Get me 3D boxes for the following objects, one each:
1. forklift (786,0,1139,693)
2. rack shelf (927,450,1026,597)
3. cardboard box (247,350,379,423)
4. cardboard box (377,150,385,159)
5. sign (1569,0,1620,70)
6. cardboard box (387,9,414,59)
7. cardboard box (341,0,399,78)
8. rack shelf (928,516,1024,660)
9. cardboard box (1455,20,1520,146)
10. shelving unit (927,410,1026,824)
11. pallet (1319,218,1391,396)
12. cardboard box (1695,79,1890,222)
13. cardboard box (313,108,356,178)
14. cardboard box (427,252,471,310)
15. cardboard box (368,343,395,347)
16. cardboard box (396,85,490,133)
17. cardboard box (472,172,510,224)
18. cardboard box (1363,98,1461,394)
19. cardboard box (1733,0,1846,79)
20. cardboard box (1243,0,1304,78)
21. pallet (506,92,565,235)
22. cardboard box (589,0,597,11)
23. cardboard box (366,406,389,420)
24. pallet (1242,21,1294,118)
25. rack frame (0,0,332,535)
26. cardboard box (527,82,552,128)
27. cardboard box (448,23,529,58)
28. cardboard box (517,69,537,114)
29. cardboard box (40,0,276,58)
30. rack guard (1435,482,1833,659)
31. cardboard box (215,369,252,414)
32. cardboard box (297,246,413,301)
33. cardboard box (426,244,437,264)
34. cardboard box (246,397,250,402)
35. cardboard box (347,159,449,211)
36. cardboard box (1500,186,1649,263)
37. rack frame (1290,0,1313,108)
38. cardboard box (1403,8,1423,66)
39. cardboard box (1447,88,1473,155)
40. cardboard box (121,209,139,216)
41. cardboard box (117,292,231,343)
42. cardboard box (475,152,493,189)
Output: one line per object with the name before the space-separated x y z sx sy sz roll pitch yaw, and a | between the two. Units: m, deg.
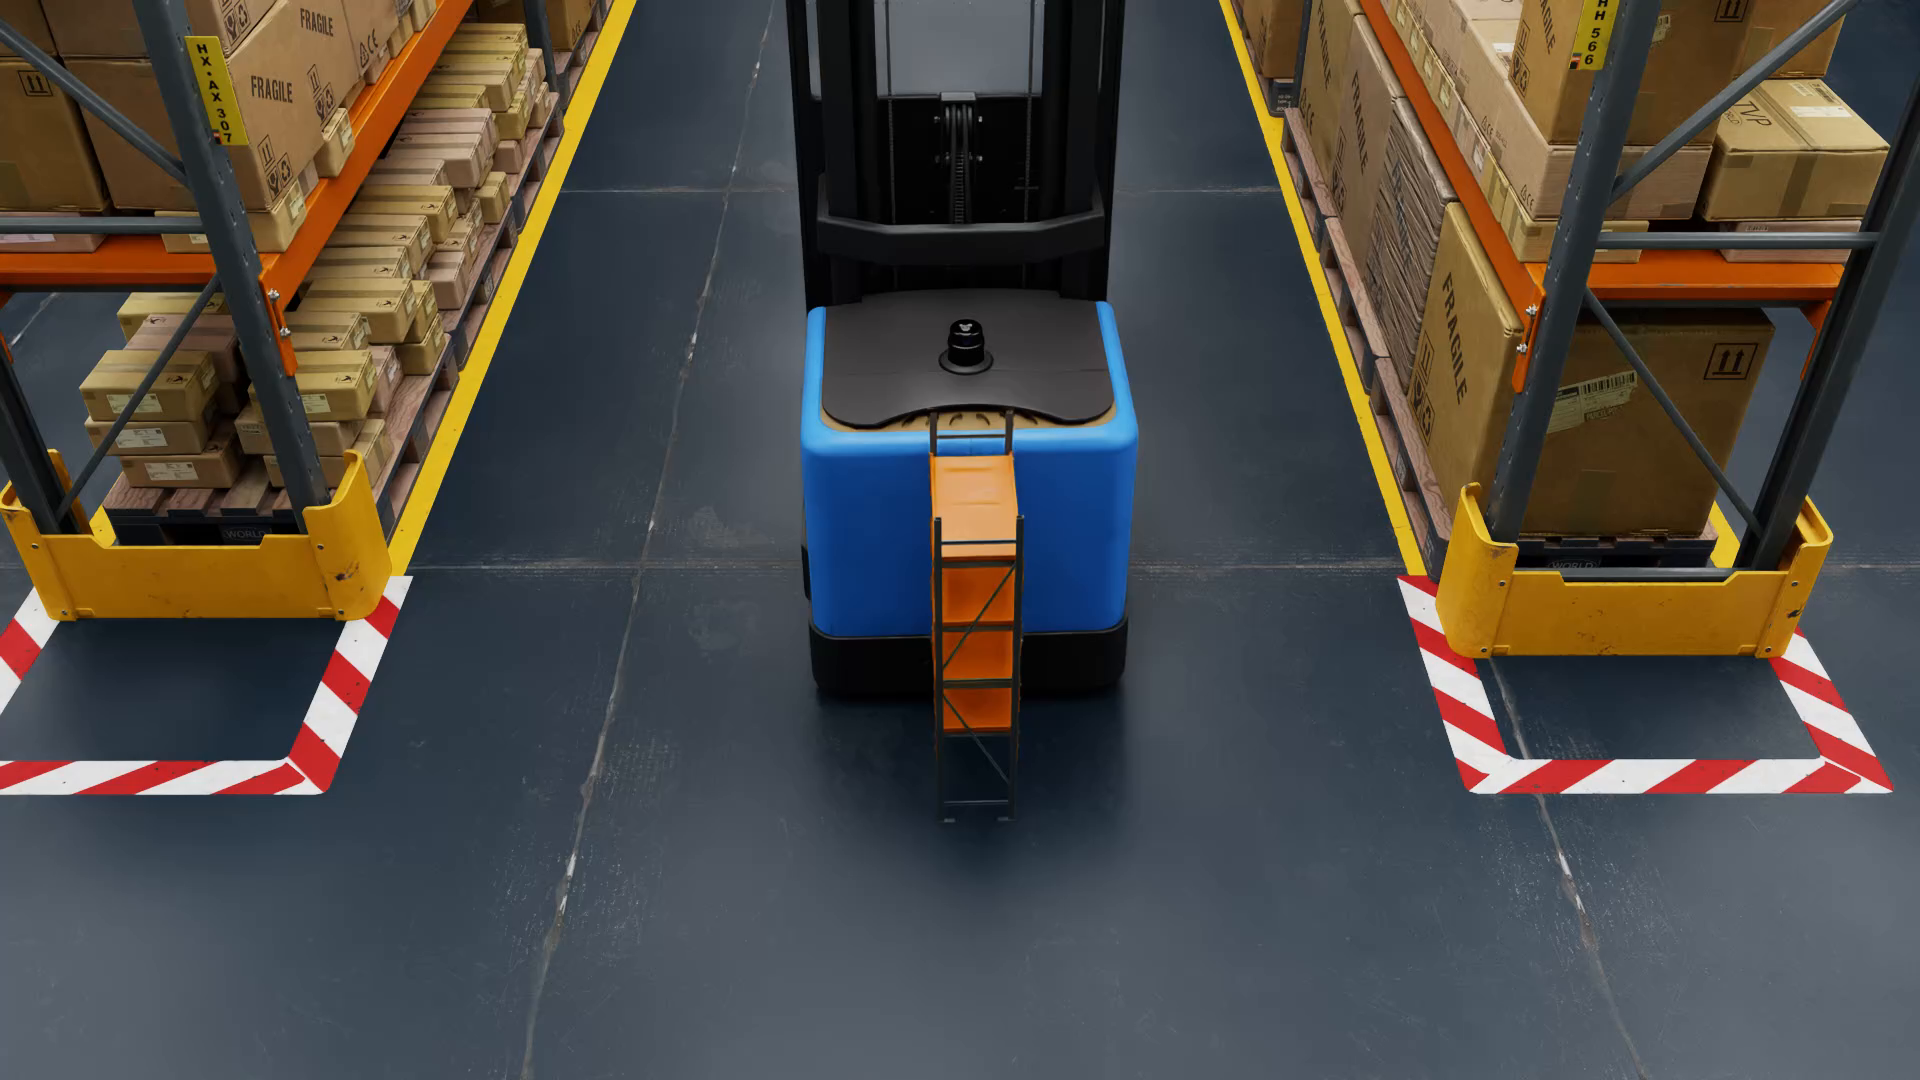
forklift | -0.024 -1.537 5.824 1.130 2.935 3.031 -1 39 -2
rack shelf | 0.042 -0.052 4.725 0.258 0.148 0.480 -1 39 -2
cardboard box | -2.333 -0.556 6.013 0.380 0.149 0.250 -2 39 -2
cardboard box | -2.896 -1.735 7.723 0.380 0.149 0.250 2 39 2
sign | 1.745 -1.437 4.530 0.100 0.325 0.005 0 39 0
cardboard box | -2.398 -2.025 6.579 0.380 0.149 0.250 1 39 2
cardboard box | -2.411 -2.022 6.056 0.500 0.500 0.500 0 39 1
rack shelf | 0.042 0.131 4.874 0.258 0.148 0.480 -1 39 -2
cardboard box | 2.022 -1.562 5.683 0.500 0.250 0.500 -1 39 -1
shelving unit | 0.042 0.253 4.972 0.258 1.200 0.503 -1 39 -2
pallet | 2.210 -1.058 7.401 1.003 0.211 1.213 0 39 0
cardboard box | 2.557 -1.243 5.284 0.500 0.250 0.500 -1 39 -1
cardboard box | -2.333 -1.377 5.770 0.380 0.149 0.250 -1 39 -1
cardboard box | -2.342 -1.118 7.190 0.380 0.149 0.250 -2 39 -2
cardboard box | -2.449 -0.764 6.511 0.380 0.149 0.250 0 39 1
cardboard box | -2.446 -2.029 7.852 0.380 0.149 0.250 1 39 1
cardboard box | -2.334 -1.605 7.798 0.380 0.149 0.250 0 39 0
cardboard box | 2.206 -1.189 6.698 0.875 0.875 0.875 0 39 0
cardboard box | 2.557 -1.848 5.440 0.500 0.500 0.500 -1 39 -1
cardboard box | 2.263 -3.121 9.109 1.225 0.875 0.875 0 39 0
pallet | -2.641 -1.938 8.499 1.003 0.211 1.213 0 39 0
cardboard box | -2.415 -3.427 9.791 0.500 0.500 0.500 2 39 2
cardboard box | -2.435 -0.487 6.403 0.380 0.149 0.250 0 39 0
pallet | 2.207 -2.781 9.551 1.003 0.211 1.213 0 39 0
rack frame | -2.672 -0.944 5.030 1.000 3.000 0.127 0 39 0
cardboard box | -2.336 -2.252 8.606 0.380 0.149 0.250 0 39 1
cardboard box | -2.416 -2.507 8.448 0.380 0.149 0.250 1 39 1
cardboard box | -2.346 -2.247 8.362 0.380 0.149 0.250 -2 39 -2
cardboard box | -2.407 -1.771 4.943 0.500 0.500 0.500 0 39 0
rack guard | 2.288 0.106 5.718 1.175 0.500 0.348 0 39 0
cardboard box | -2.905 -0.605 6.313 0.380 0.149 0.250 -1 39 -1
cardboard box | -2.409 -1.041 6.618 0.380 0.149 0.250 -2 39 -2
cardboard box | -2.478 -1.260 7.130 0.380 0.149 0.250 2 39 2
cardboard box | -2.897 -0.651 6.607 0.380 0.149 0.250 0 39 0
cardboard box | -2.450 -1.536 7.236 0.380 0.149 0.250 0 39 0
cardboard box | 1.958 -1.009 5.312 0.380 0.149 0.250 1 39 1
rack frame | 2.283 -3.386 8.077 1.000 3.000 0.127 0 39 0
cardboard box | 1.957 -1.965 6.504 0.380 0.149 0.250 1 39 1
cardboard box | 1.958 -1.486 5.906 0.380 0.149 0.250 1 39 1
cardboard box | -2.918 -1.206 5.557 0.380 0.149 0.250 0 39 0
cardboard box | -2.996 -0.878 6.415 0.380 0.149 0.250 -1 39 -1
cardboard box | -2.406 -1.764 7.758 0.380 0.149 0.250 1 39 1
